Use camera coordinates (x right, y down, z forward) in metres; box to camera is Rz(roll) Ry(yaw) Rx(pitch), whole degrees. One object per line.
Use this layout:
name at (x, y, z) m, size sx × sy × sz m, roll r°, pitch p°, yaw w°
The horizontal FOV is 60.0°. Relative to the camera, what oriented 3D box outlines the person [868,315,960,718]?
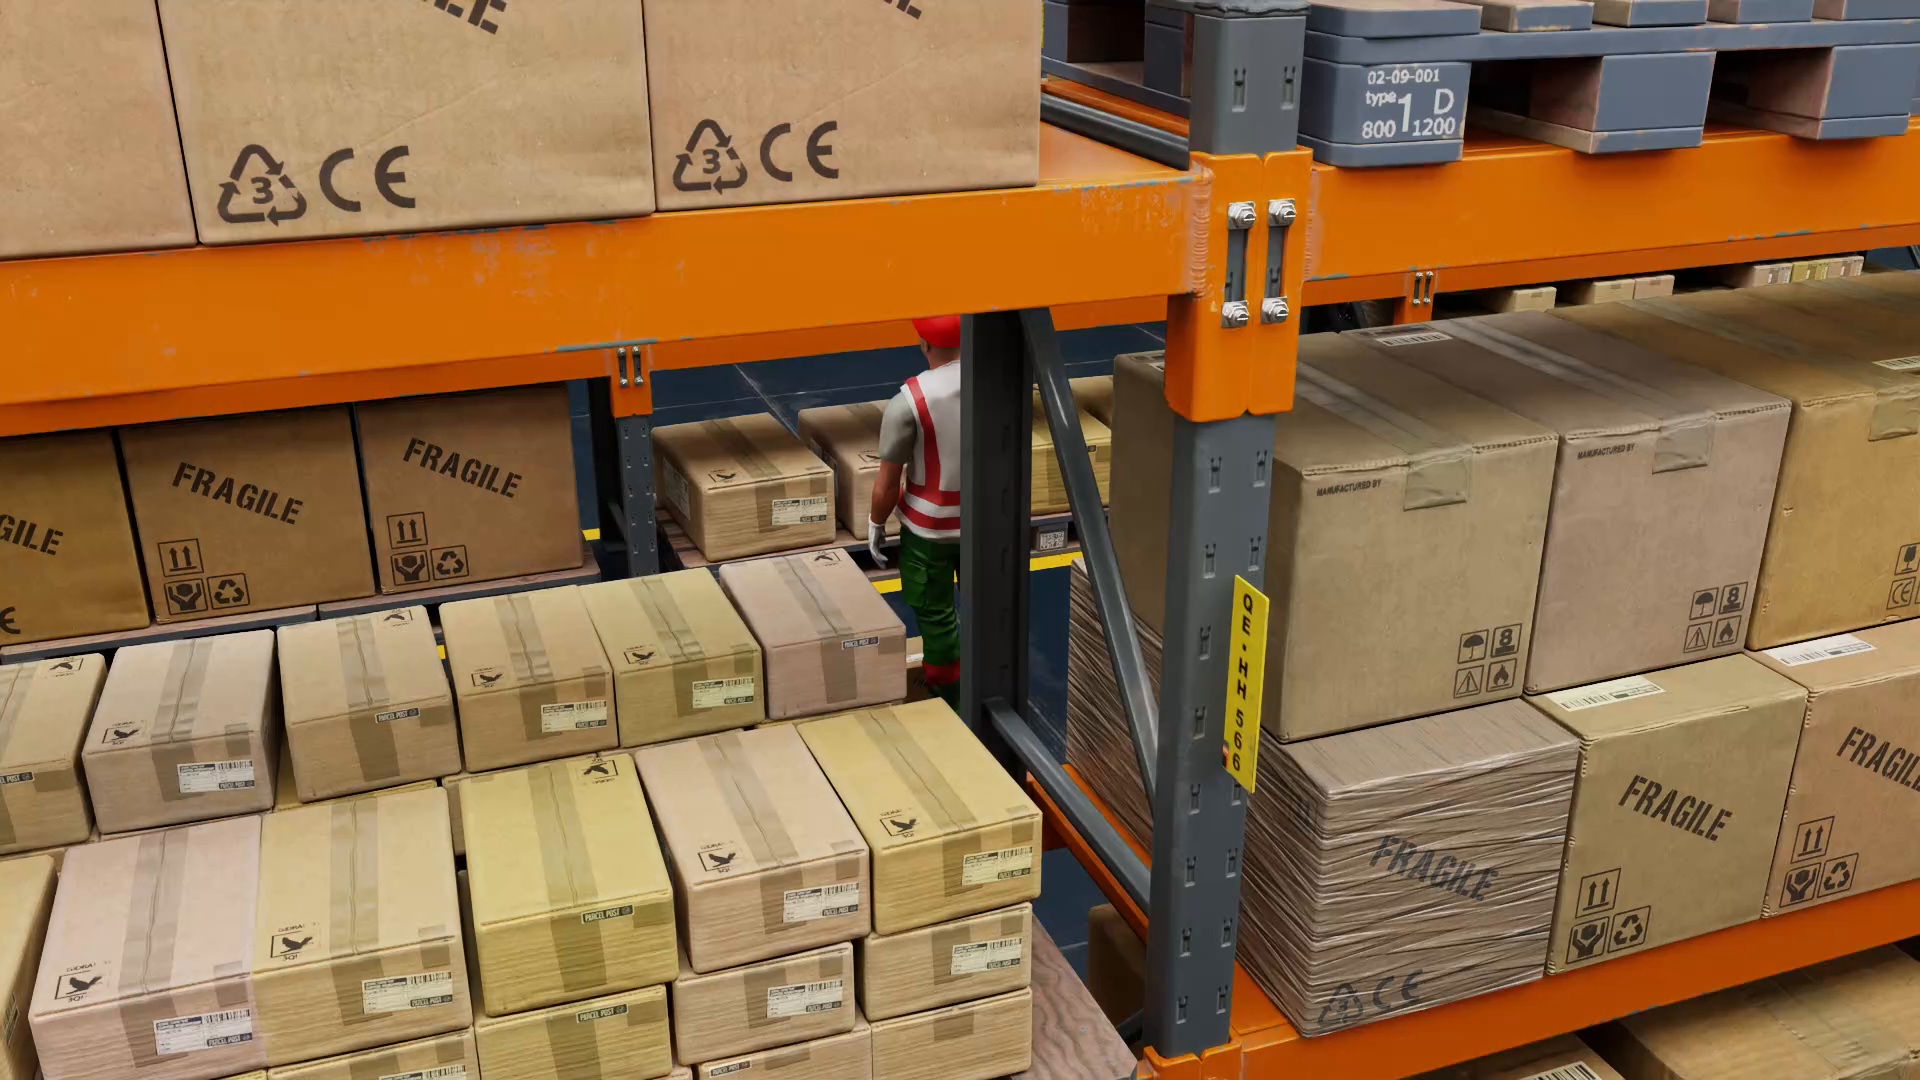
person at (-0.058, -0.096, 6.271) m, size 0.638 × 1.787 × 0.564 m, roll -8°, pitch 24°, yaw -19°
